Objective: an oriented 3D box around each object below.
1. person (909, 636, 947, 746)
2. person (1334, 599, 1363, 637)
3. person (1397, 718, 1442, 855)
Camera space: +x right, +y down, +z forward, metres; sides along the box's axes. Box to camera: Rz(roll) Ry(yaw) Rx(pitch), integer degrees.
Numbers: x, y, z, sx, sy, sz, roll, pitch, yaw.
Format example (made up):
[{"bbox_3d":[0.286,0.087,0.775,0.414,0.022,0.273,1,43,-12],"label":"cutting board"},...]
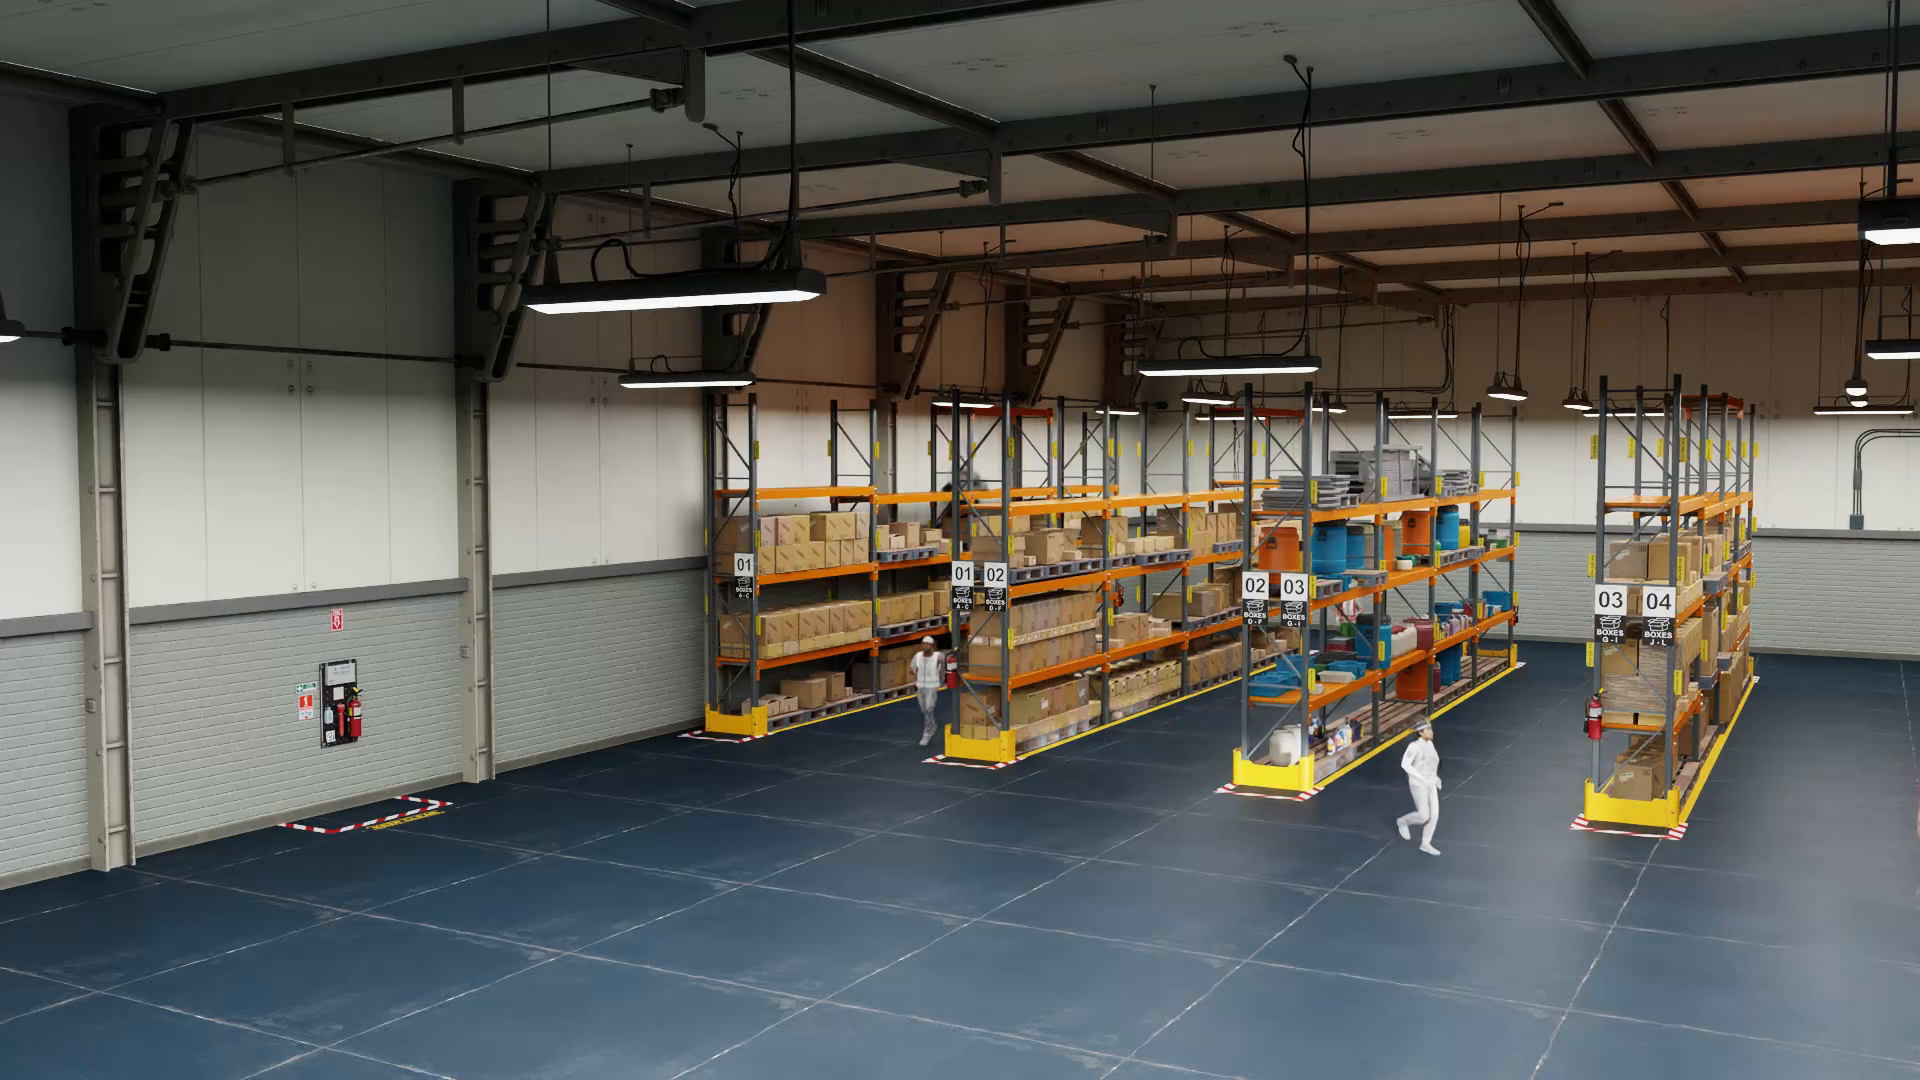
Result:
[{"bbox_3d":[-0.546,2.550,28.489,0.672,1.814,0.903,1,3,25],"label":"person"},{"bbox_3d":[9.227,1.990,39.465,0.680,1.775,0.829,1,3,12],"label":"person"},{"bbox_3d":[5.736,3.056,20.772,0.609,1.683,0.637,-2,4,-37],"label":"person"}]
